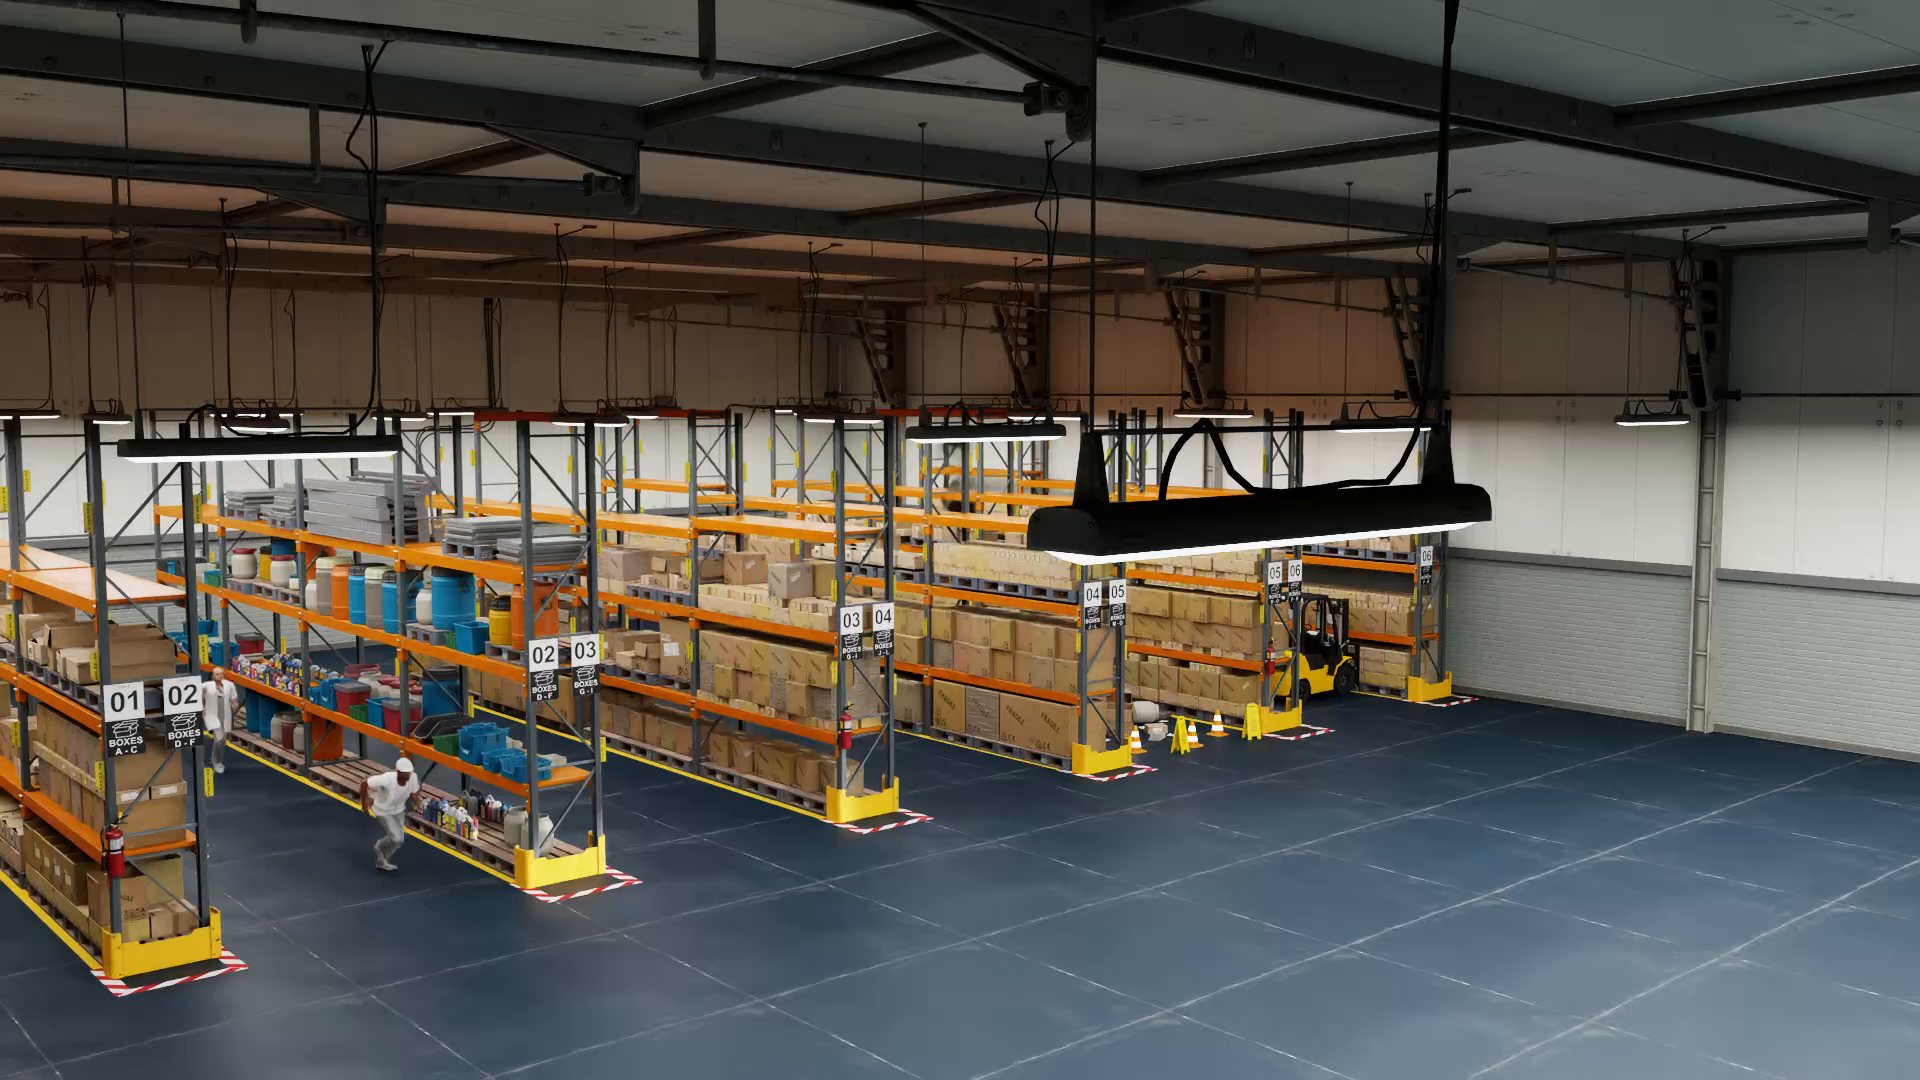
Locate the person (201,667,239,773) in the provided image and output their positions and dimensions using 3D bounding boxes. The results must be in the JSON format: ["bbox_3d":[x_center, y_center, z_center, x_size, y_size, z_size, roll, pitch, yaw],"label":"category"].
[{"bbox_3d":[-12.431,3.023,27.842,0.705,1.803,0.845,-5,7,-45],"label":"person"}]

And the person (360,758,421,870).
[{"bbox_3d":[-7.486,3.622,21.893,0.829,1.577,0.734,4,6,36],"label":"person"}]
